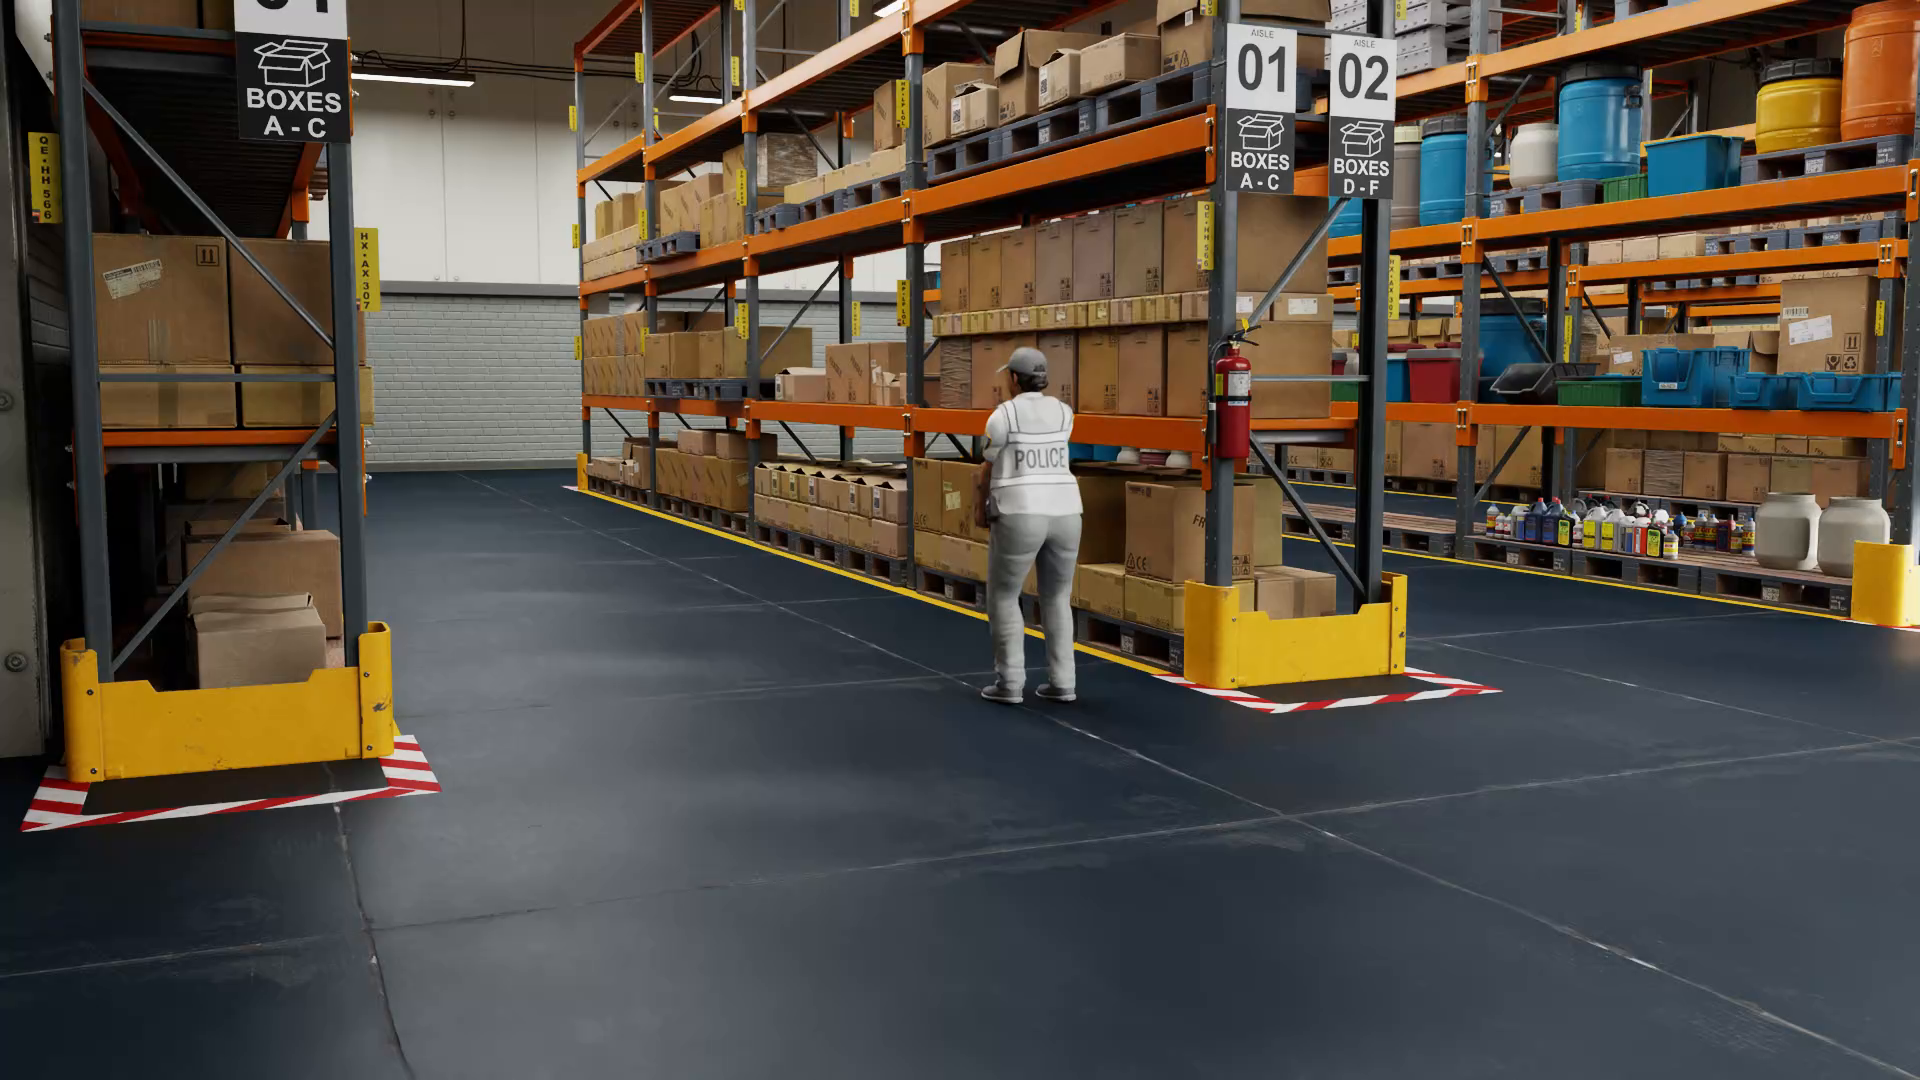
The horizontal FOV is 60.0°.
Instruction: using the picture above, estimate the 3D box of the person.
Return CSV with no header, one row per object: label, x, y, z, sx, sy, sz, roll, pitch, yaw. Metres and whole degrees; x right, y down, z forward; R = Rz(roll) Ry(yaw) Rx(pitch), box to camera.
person,0.303,-0.068,7.770,0.450,1.661,0.552,-3,6,-25
